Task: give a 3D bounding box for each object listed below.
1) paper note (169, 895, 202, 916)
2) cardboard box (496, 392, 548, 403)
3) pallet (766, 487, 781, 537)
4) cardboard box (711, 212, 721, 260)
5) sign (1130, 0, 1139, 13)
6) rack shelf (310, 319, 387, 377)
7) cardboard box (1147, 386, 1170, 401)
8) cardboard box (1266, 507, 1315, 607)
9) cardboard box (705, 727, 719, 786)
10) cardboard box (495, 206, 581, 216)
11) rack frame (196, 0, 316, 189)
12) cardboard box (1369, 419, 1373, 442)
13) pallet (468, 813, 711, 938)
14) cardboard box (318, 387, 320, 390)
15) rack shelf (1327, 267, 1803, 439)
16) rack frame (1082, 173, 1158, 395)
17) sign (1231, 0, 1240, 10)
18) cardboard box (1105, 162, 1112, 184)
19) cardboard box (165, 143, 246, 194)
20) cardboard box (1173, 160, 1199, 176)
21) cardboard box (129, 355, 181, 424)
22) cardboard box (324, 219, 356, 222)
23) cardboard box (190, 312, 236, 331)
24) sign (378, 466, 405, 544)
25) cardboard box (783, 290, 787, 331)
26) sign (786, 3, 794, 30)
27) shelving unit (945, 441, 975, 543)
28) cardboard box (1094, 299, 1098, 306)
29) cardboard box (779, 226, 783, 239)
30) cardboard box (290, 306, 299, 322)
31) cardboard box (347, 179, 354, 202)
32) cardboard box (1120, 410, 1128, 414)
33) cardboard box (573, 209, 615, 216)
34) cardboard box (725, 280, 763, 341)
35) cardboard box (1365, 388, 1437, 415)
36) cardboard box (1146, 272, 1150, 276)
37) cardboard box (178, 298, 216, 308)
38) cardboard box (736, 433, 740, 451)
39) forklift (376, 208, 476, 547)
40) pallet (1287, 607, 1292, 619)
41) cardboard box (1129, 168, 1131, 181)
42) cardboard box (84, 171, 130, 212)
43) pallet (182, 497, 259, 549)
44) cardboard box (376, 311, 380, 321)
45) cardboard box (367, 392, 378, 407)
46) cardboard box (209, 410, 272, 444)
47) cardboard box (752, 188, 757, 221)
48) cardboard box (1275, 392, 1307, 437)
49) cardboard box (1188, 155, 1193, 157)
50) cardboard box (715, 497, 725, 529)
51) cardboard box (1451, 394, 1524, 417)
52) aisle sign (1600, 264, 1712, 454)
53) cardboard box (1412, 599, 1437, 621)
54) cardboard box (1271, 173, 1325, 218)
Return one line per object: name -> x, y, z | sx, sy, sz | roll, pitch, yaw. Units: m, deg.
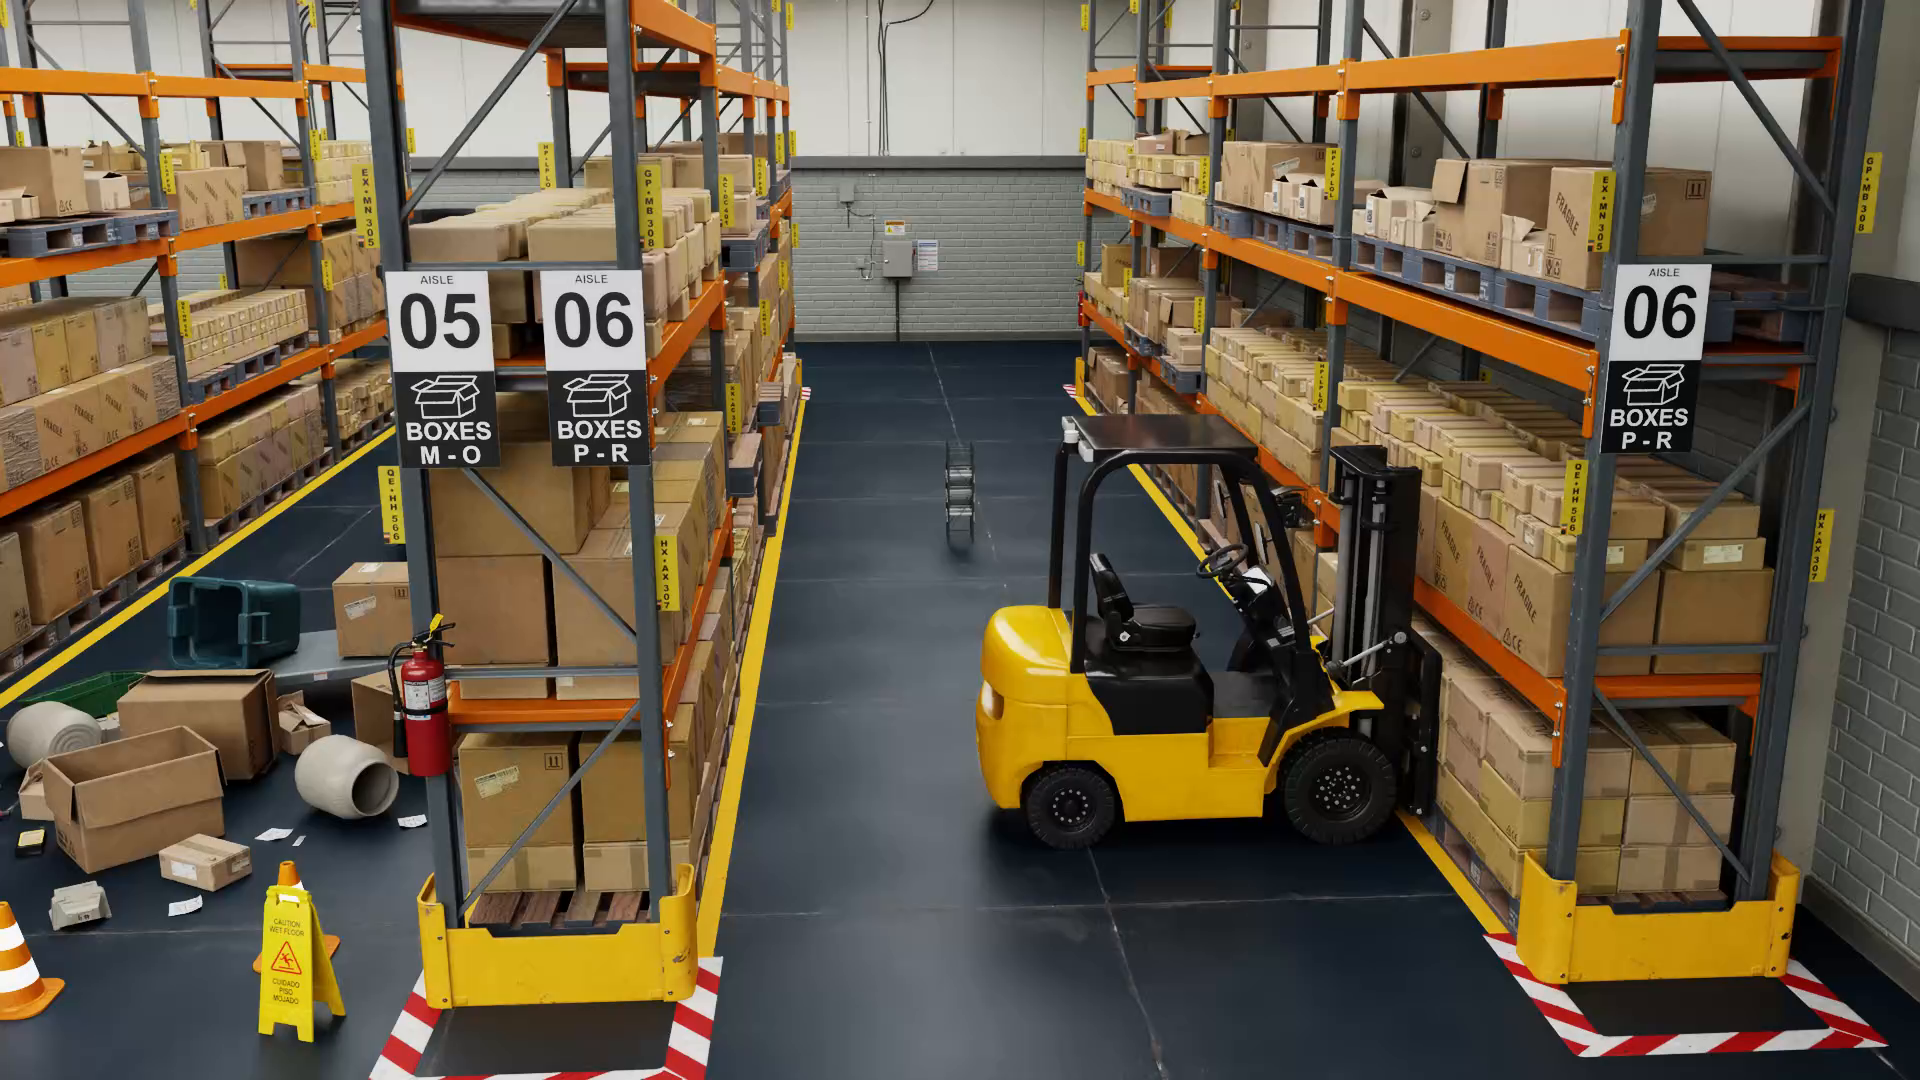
paper note -> -3.816, 1.800, 8.193 | 0.148, 0.019, 0.142 | -6, 16, -23
cardboard box -> -2.178, -0.485, 8.311 | 0.700, 0.500, 0.500 | -1, 14, -4
pallet -> -2.240, -0.270, 15.875 | 1.003, 0.211, 1.213 | -1, 14, -3
cardboard box -> -1.722, -1.846, 10.090 | 0.500, 0.250, 0.500 | -1, 14, -4
sign -> 1.897, -5.888, 18.040 | 0.100, 0.325, 0.005 | -1, 14, -3
rack shelf -> -7.572, -2.465, 20.256 | 1.077, 0.370, 4.000 | -1, 14, -3
cardboard box -> 2.291, -1.641, 18.482 | 0.380, 0.149, 0.250 | -1, 14, -5
cardboard box -> 2.851, 0.118, 12.694 | 0.875, 0.625, 0.625 | -1, 14, -4
cardboard box -> -1.615, 1.227, 9.136 | 0.500, 0.250, 0.500 | 0, 14, 0
cardboard box -> -2.060, -1.548, 8.133 | 0.380, 0.149, 0.250 | -1, 14, -5
rack frame -> -7.448, -5.222, 17.485 | 1.000, 3.000, 0.127 | -1, 14, -3
cardboard box -> 2.754, -0.656, 10.279 | 0.380, 0.149, 0.250 | -1, 14, -4
pallet -> -1.790, 1.695, 8.237 | 1.003, 0.211, 1.213 | -1, 14, -3
cardboard box -> -7.746, -1.702, 19.530 | 0.380, 0.149, 0.250 | 0, 14, -2
rack shelf -> 3.059, -1.113, 8.979 | 1.077, 0.370, 4.000 | -1, 14, -3
rack frame -> 2.192, -3.490, 22.795 | 1.000, 3.000, 0.127 | -1, 14, -3
sign -> 2.993, -5.940, 18.084 | 0.100, 0.325, 0.005 | -1, 14, -3
cardboard box -> 2.073, -4.518, 20.474 | 0.500, 0.250, 0.500 | -1, 14, -4
cardboard box -> -7.484, -3.636, 16.293 | 0.797, 0.503, 0.637 | -1, 14, -4
cardboard box -> 2.291, -3.621, 16.190 | 0.380, 0.149, 0.250 | -1, 14, -3
cardboard box -> -6.905, -1.262, 13.935 | 0.500, 0.500, 0.500 | -1, 14, -3
cardboard box -> -7.933, -3.872, 21.475 | 0.500, 0.500, 0.500 | -1, 14, -4
cardboard box -> -7.100, -2.070, 15.744 | 0.380, 0.149, 0.250 | 0, 14, -1
sign -> -2.326, -0.144, 6.831 | 0.100, 0.325, 0.005 | -1, 14, -3
cardboard box -> -2.309, -2.712, 19.571 | 0.500, 0.500, 0.500 | -1, 14, -3
sign -> -2.219, -6.814, 21.639 | 0.100, 0.325, 0.005 | -1, 14, -3
shelving unit -> -0.001, -0.438, 15.146 | 0.258, 0.900, 0.210 | -1, 14, -3
cardboard box -> 2.000, -3.220, 22.249 | 0.380, 0.149, 0.250 | -1, 14, -2
cardboard box -> -2.350, -3.726, 20.204 | 0.380, 0.149, 0.250 | -1, 14, -3
cardboard box -> -7.209, -2.381, 17.547 | 0.380, 0.149, 0.250 | -1, 14, -3
cardboard box -> -7.267, -4.070, 19.329 | 0.500, 0.250, 0.500 | 0, 14, -1
cardboard box -> 2.112, -1.452, 19.753 | 0.380, 0.149, 0.250 | -1, 14, -5
cardboard box -> -1.627, -1.491, 7.911 | 0.380, 0.149, 0.250 | -1, 14, -4
cardboard box -> -2.053, -2.082, 15.116 | 0.500, 0.500, 0.500 | -1, 14, -5
cardboard box -> 2.783, -0.865, 10.494 | 0.380, 0.149, 0.250 | -1, 14, -3
cardboard box -> 2.485, -3.451, 22.348 | 0.500, 0.250, 0.500 | 0, 14, -2
cardboard box -> -7.833, -2.386, 16.971 | 0.380, 0.149, 0.250 | -1, 14, -4
cardboard box -> -1.744, -0.715, 11.669 | 0.380, 0.149, 0.250 | -1, 14, -2
forklift -> -4.622, -1.530, 15.316 | 1.130, 2.935, 3.031 | -1, 14, -3
pallet -> 2.851, 0.662, 12.254 | 1.003, 0.211, 1.213 | -1, 14, -3
cardboard box -> 2.061, -3.998, 18.209 | 0.380, 0.149, 0.250 | -1, 14, -3
cardboard box -> -6.836, -2.728, 12.947 | 0.500, 0.311, 0.500 | -1, 14, -3
pallet -> -7.248, -0.165, 15.469 | 1.003, 0.211, 1.213 | -1, 14, -3
cardboard box -> -7.402, -2.791, 20.582 | 0.380, 0.149, 0.250 | -1, 15, -6
cardboard box -> -7.268, -1.699, 20.117 | 0.380, 0.149, 0.250 | -1, 14, -4
cardboard box -> -7.051, -1.102, 16.183 | 0.500, 0.250, 0.500 | -1, 14, -3
cardboard box -> -1.740, -2.414, 12.052 | 0.500, 0.250, 0.500 | -1, 14, -4
cardboard box -> 2.611, -0.921, 12.109 | 0.500, 0.250, 0.500 | -1, 14, -5
cardboard box -> 2.637, -4.024, 17.713 | 0.380, 0.149, 0.250 | -1, 14, -5
cardboard box -> -1.672, -0.169, 10.393 | 0.380, 0.149, 0.250 | -1, 14, -2
cardboard box -> 3.261, -0.809, 10.275 | 0.380, 0.149, 0.250 | -1, 14, -4
aisle sign -> 2.894, -0.749, 6.925 | 0.394, 0.787, 0.004 | -1, 14, -3
cardboard box -> 2.716, 0.514, 9.900 | 0.500, 0.250, 0.500 | 0, 14, -2
cardboard box -> 2.600, -2.534, 12.196 | 0.500, 0.311, 0.500 | -1, 14, -5
